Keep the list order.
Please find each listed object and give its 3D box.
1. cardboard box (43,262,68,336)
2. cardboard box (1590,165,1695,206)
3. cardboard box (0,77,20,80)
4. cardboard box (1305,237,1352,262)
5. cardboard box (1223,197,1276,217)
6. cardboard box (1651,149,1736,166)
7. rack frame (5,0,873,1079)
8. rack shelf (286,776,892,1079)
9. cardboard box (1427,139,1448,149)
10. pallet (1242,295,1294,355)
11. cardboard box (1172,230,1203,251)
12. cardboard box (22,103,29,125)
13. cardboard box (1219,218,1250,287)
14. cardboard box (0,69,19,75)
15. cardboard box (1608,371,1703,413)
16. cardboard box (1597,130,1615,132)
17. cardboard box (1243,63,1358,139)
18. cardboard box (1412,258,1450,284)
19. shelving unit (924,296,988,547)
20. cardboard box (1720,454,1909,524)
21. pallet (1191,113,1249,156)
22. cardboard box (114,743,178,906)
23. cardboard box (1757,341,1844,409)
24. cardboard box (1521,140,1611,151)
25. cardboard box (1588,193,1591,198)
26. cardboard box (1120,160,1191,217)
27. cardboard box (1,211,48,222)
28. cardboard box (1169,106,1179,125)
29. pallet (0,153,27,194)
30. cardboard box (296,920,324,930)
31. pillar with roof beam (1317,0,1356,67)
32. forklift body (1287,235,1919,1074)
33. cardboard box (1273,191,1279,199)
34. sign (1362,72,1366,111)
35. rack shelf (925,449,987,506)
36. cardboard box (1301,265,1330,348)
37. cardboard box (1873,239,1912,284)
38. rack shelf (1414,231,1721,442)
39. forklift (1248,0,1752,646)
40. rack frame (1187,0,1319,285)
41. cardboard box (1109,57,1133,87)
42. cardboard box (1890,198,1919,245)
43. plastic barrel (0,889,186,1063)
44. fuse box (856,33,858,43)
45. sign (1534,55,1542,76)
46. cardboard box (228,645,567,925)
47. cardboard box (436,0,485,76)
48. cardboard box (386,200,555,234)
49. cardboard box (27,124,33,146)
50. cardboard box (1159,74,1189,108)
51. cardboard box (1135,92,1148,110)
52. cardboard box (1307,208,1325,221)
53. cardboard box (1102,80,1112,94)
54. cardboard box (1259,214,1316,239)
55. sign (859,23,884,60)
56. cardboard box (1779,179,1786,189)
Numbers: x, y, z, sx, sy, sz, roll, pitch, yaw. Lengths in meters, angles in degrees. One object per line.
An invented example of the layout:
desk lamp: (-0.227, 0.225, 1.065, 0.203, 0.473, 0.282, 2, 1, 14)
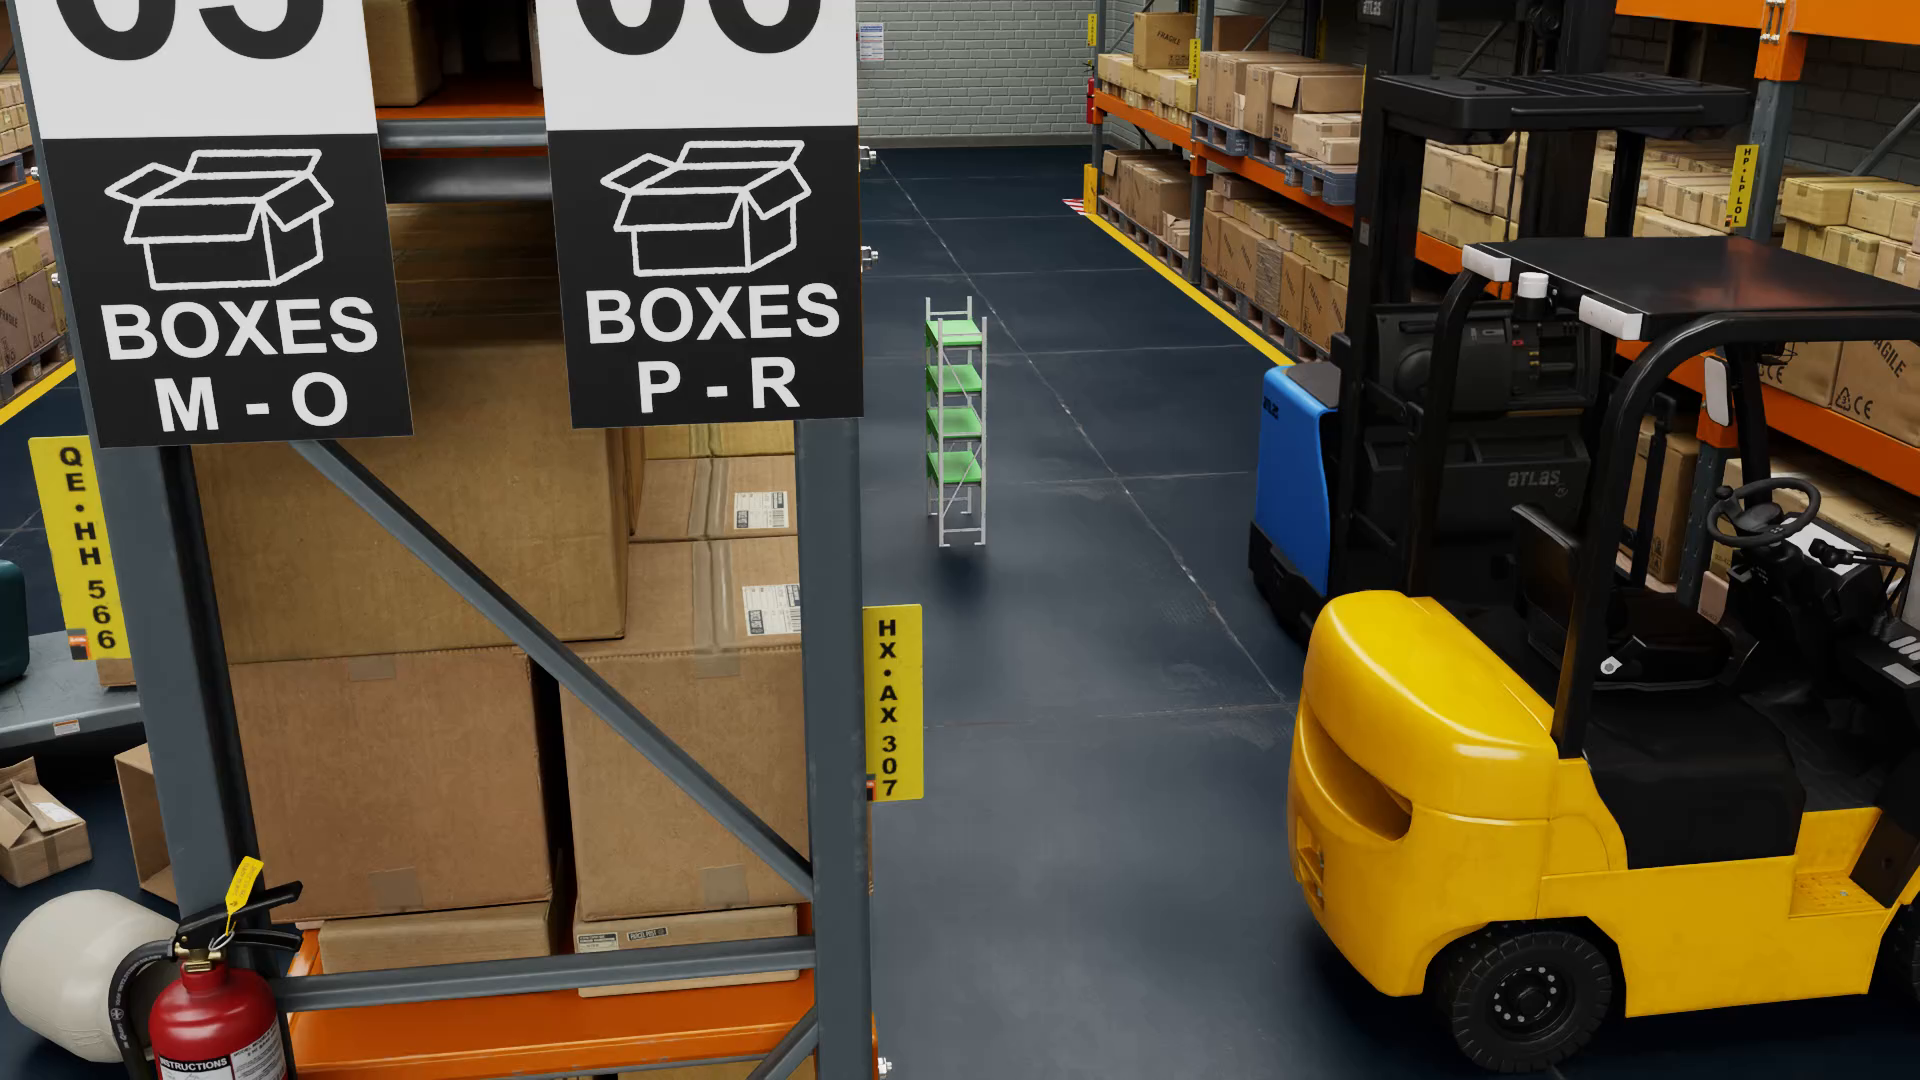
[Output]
cardboard box: (-6.827, -1.791, 12.197, 0.500, 0.500, 0.500, -3, 21, -9)
cardboard box: (3.215, -1.671, 7.833, 0.380, 0.149, 0.250, -4, 21, -9)
cardboard box: (-6.966, -3.322, 12.232, 0.380, 0.149, 0.250, -4, 21, -9)
cardboard box: (2.736, -2.106, 12.112, 0.380, 0.149, 0.250, -2, 21, -6)
cardboard box: (2.443, -2.823, 14.032, 0.380, 0.149, 0.250, -3, 21, -9)
cardboard box: (3.722, -1.880, 8.393, 0.380, 0.149, 0.250, -3, 21, -8)
rack frame: (-0.640, 0.683, 2.599, 0.949, 2.616, 0.053, -3, 21, -8)
rack shelf: (-0.932, 0.328, 4.579, 1.077, 0.370, 4.000, -3, 21, -8)
cardboard box: (2.972, -2.383, 9.740, 0.380, 0.149, 0.250, -2, 21, -6)
pallet: (2.872, -1.713, 13.002, 1.003, 0.211, 1.213, -3, 21, -8)
cardboard box: (2.167, -2.762, 15.299, 0.380, 0.149, 0.250, -4, 21, -9)
cardboard box: (-6.932, -3.100, 12.063, 0.380, 0.149, 0.250, -2, 21, -5)
cardboard box: (2.472, -2.386, 13.789, 0.500, 0.500, 0.500, -3, 21, -8)
cardboard box: (-7.606, -3.526, 13.301, 0.500, 0.500, 0.500, -3, 21, -8)
cardboard box: (3.501, -0.486, 8.525, 0.875, 0.625, 0.625, -3, 21, -8)
cardboard box: (3.552, -2.233, 9.337, 0.380, 0.149, 0.250, -3, 21, -8)
cardboard box: (2.574, -3.337, 12.619, 0.700, 0.500, 0.500, -3, 21, -8)
cardboard box: (3.348, -1.864, 11.465, 0.380, 0.149, 0.250, -2, 21, -5)
shelving unit: (-0.024, -0.619, 8.660, 0.258, 1.200, 0.503, -3, 21, -8)
cardboard box: (3.451, -0.147, 6.722, 0.500, 0.250, 0.500, -3, 21, -9)
pallet: (2.545, -3.351, 13.675, 1.003, 0.211, 1.213, -3, 21, -8)
cardboard box: (-2.412, 0.908, 5.567, 0.500, 0.500, 0.500, 12, 24, 29)
cardboard box: (3.497, -0.833, 6.516, 0.500, 0.500, 0.500, -3, 21, -9)
cardboard box: (3.199, -2.032, 8.799, 0.380, 0.149, 0.250, -3, 21, -8)
cardboard box: (3.218, -1.629, 8.291, 0.500, 0.250, 0.500, -3, 21, -7)
cardboard box: (2.041, -3.619, 17.091, 0.700, 0.500, 0.500, -2, 21, -6)
cardboard box: (-6.899, -2.318, 12.537, 0.500, 0.250, 0.500, -3, 21, -9)
cardboard box: (2.122, -3.881, 15.178, 0.380, 0.149, 0.250, -2, 21, -6)
pallet: (-7.006, -2.395, 11.116, 1.003, 0.211, 1.213, -3, 21, -8)
cardboard box: (-1.055, 0.600, 3.180, 0.380, 0.149, 0.250, -3, 21, -8)
pillar with roof beam: (-0.930, -6.603, 13.533, 9.100, 9.000, 0.400, -3, 21, -8)
forklift body: (2.189, 0.265, 4.933, 2.313, 2.155, 1.214, -3, 21, -8)
cardboard box: (2.877, -2.940, 14.345, 0.380, 0.149, 0.250, -4, 21, -10)
sign: (2.579, -2.813, 10.418, 0.100, 0.325, 0.005, -3, 21, -8)
rack shelf: (-0.024, -0.335, 8.766, 0.258, 0.148, 0.480, -3, 21, -8)
cardboard box: (2.779, -1.673, 11.881, 0.500, 0.500, 0.500, -3, 21, -9)
cardboard box: (3.581, -1.002, 6.041, 0.380, 0.149, 0.250, -3, 21, -8)
rack shelf: (3.403, -1.308, 8.960, 1.077, 0.370, 4.000, -3, 21, -8)
forklift: (2.138, -0.709, 6.425, 1.130, 2.935, 3.031, -3, 21, -8)
rack frame: (2.538, -3.723, 14.397, 1.000, 3.000, 0.127, -3, 21, -8)
cardboard box: (1.833, -4.832, 17.155, 0.500, 0.250, 0.500, -3, 21, -7)
cardboard box: (3.617, -1.144, 5.997, 0.380, 0.149, 0.250, -3, 21, -9)
plastic barrel: (-2.439, 1.252, 4.760, 0.512, 0.421, 0.421, 12, 24, 30)
fuse box: (-1.686, -6.259, 23.029, 0.539, 1.711, 0.414, -3, 21, -8)
sign: (3.664, -2.909, 10.564, 0.100, 0.325, 0.005, -3, 21, -8)
cardboard box: (-0.994, 0.323, 2.995, 0.500, 0.500, 0.500, -3, 21, -9)
cardboard box: (-1.044, -0.892, 2.888, 0.380, 0.149, 0.250, -2, 21, -6)
cardboard box: (-1.174, -0.484, 3.727, 0.700, 0.500, 0.500, -3, 21, -8)
cardboard box: (-6.932, -2.962, 12.118, 0.380, 0.149, 0.250, -3, 21, -8)
cardboard box: (2.137, -4.129, 15.272, 0.500, 0.250, 0.500, -3, 21, -8)
cardboard box: (1.932, -4.324, 16.365, 0.380, 0.149, 0.250, -2, 21, -7)
cardboard box: (3.013, -2.580, 13.381, 0.380, 0.149, 0.250, -2, 21, -6)
cardboard box: (1.738, -4.862, 17.807, 0.380, 0.149, 0.250, -3, 21, -8)
cardboard box: (2.577, -2.466, 13.077, 0.380, 0.149, 0.250, -2, 21, -6)
sign: (-1.227, -6.915, 23.079, 0.329, 0.494, 0.001, -3, 21, -8)
cardboard box: (3.866, -1.532, 7.460, 0.380, 0.149, 0.250, -4, 21, -10)
